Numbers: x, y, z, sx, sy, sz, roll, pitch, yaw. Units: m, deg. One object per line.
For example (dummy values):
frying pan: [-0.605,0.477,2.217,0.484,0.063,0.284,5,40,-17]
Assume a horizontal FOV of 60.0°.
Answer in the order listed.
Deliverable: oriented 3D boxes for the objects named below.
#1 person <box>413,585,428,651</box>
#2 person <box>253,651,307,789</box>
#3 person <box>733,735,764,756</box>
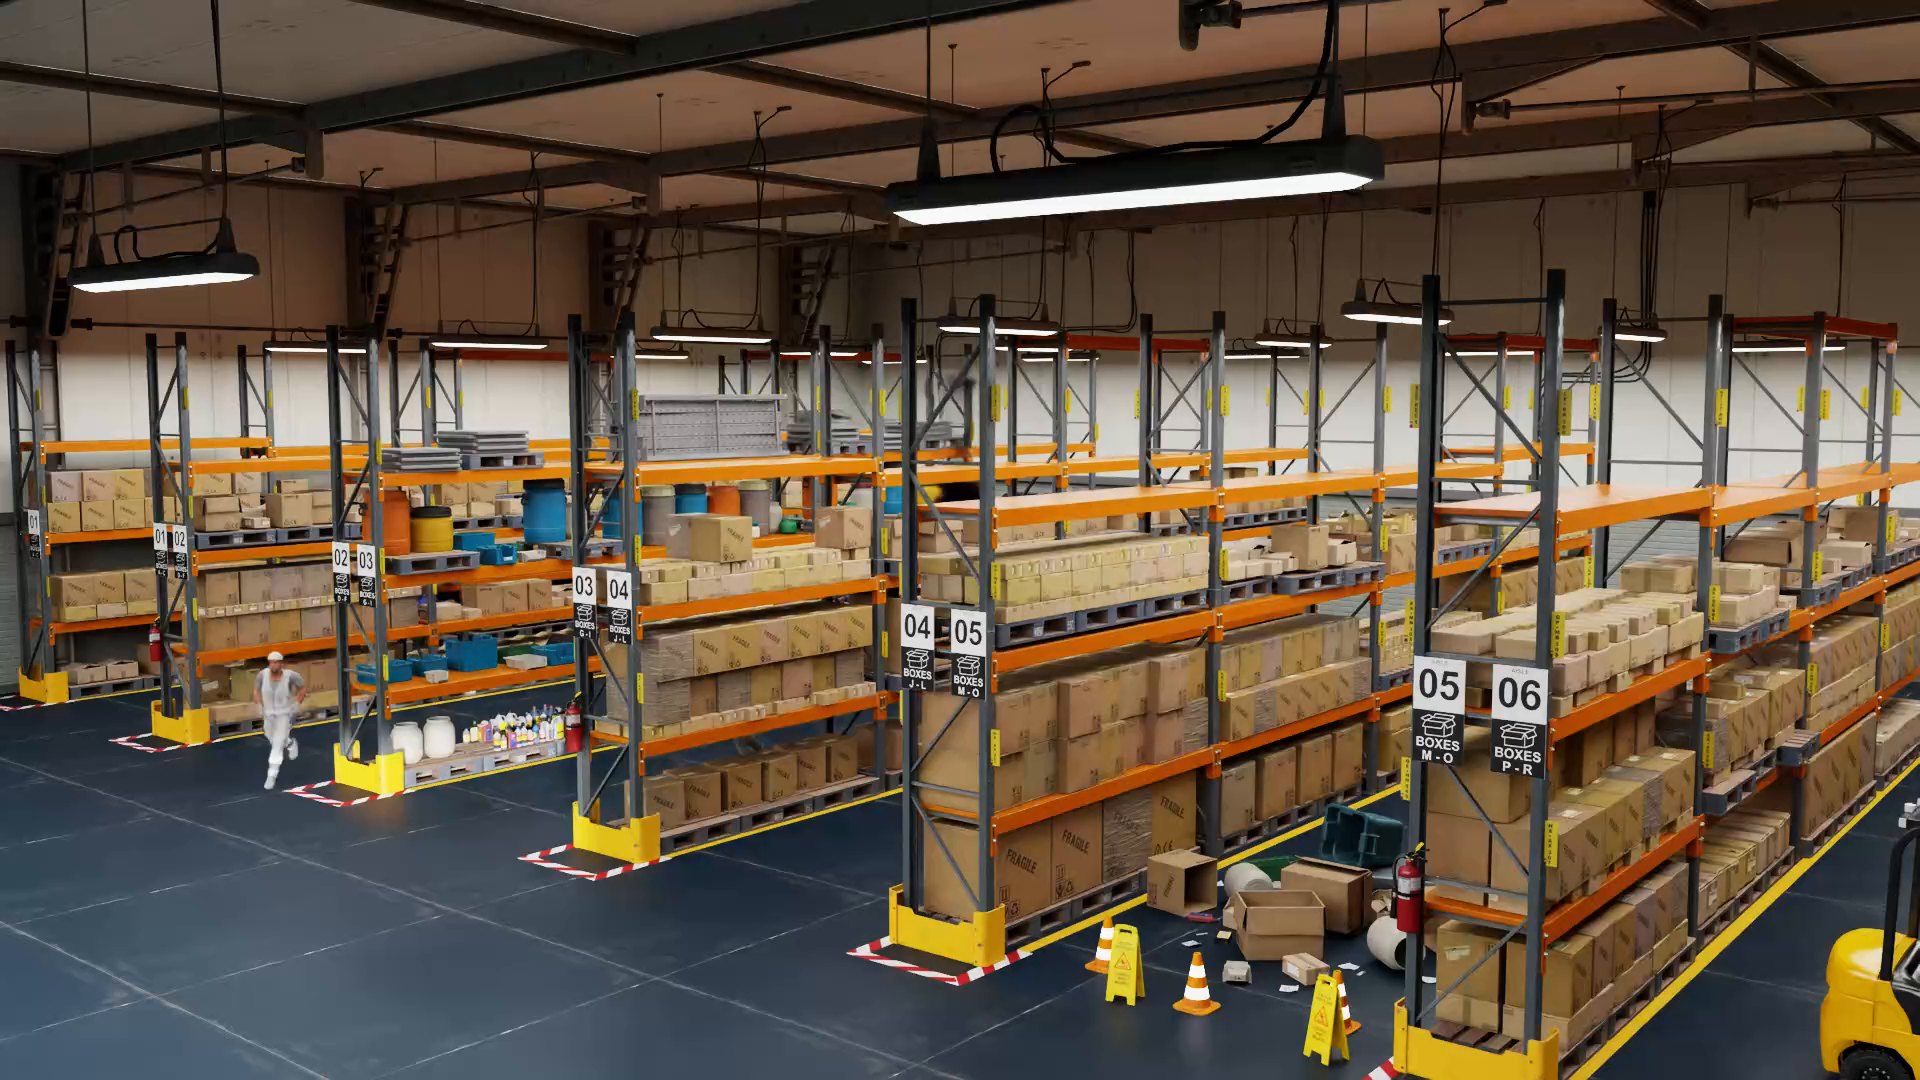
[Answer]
person: [-9.727,1.619,30.046,0.566,1.649,0.929,3,6,30]
person: [-9.002,2.321,22.047,0.658,1.772,1.069,0,5,-1]
person: [-2.947,2.300,22.662,0.570,1.653,0.570,3,6,31]
